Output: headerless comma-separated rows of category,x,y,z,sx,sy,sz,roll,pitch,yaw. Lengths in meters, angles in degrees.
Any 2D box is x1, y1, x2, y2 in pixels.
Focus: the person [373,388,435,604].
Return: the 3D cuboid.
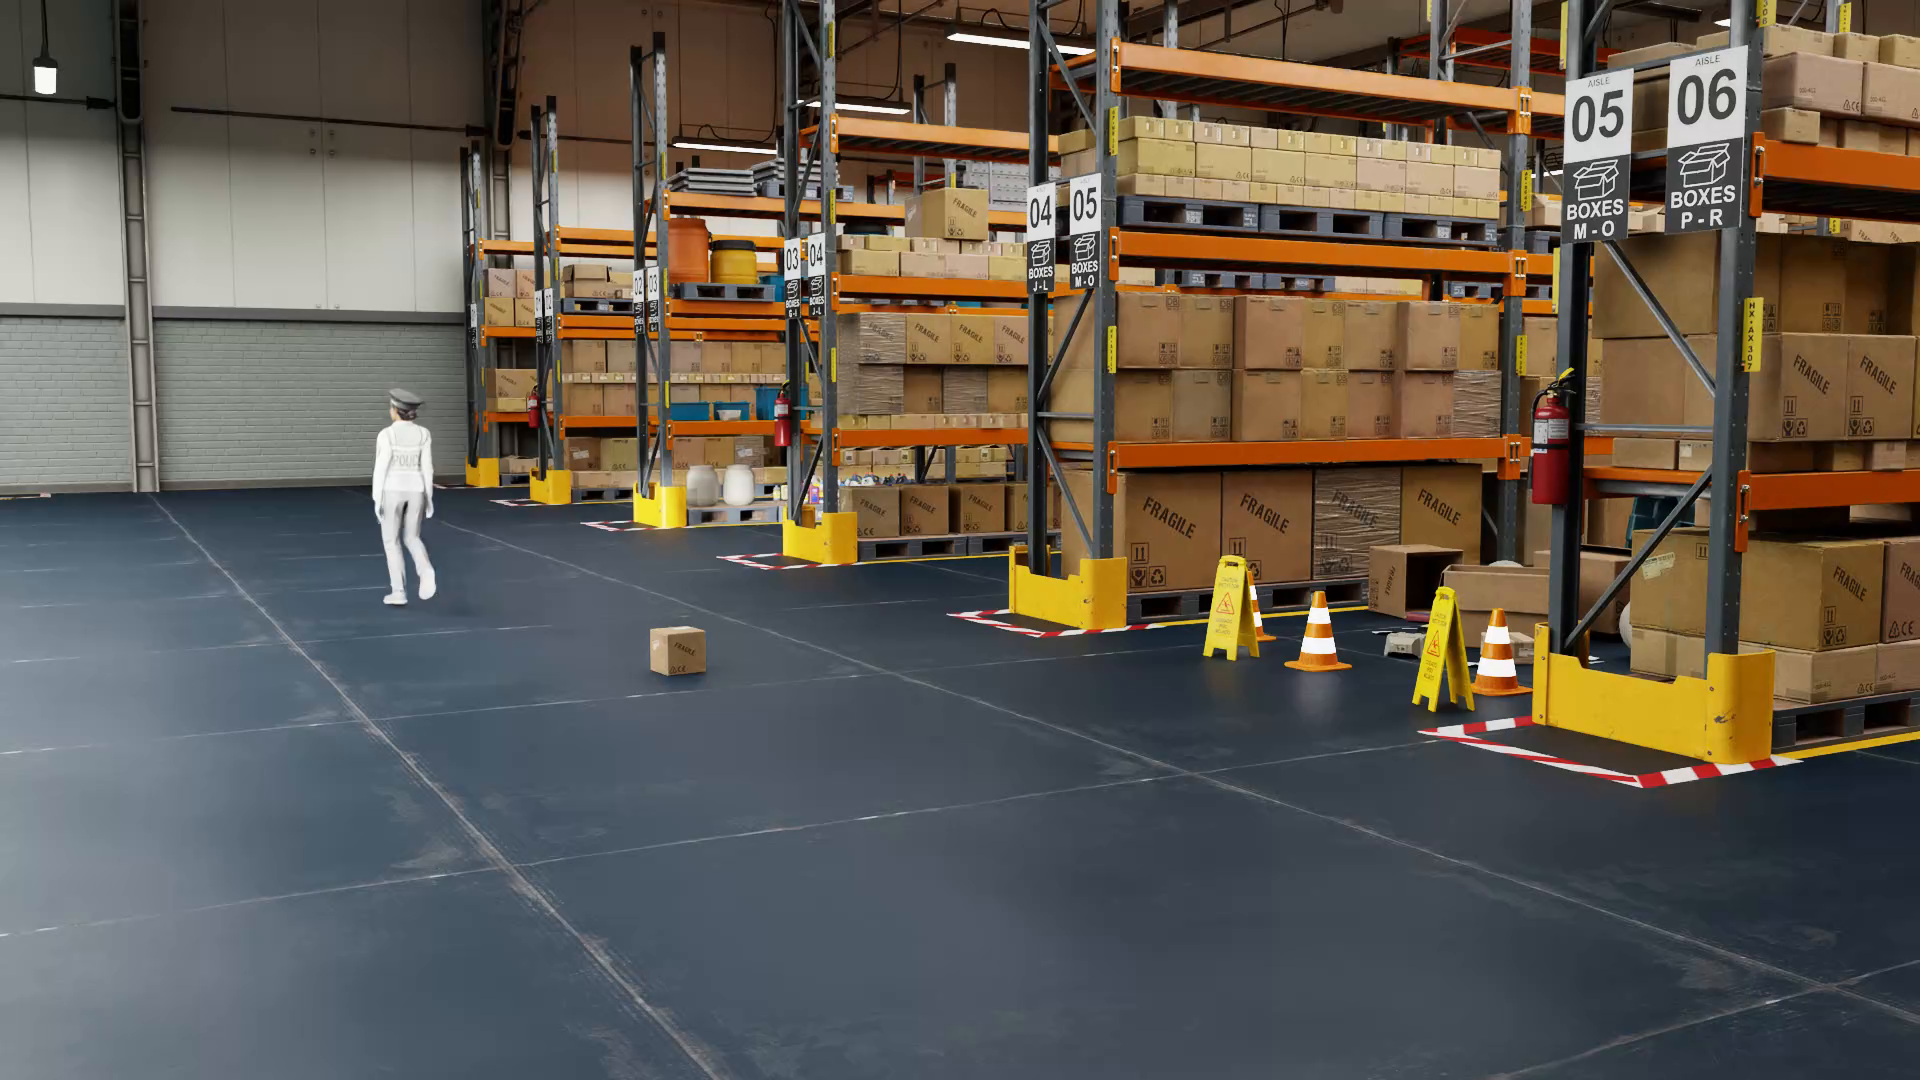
person,-4.317,-0.335,12.900,0.492,1.681,0.476,-5,7,-44
